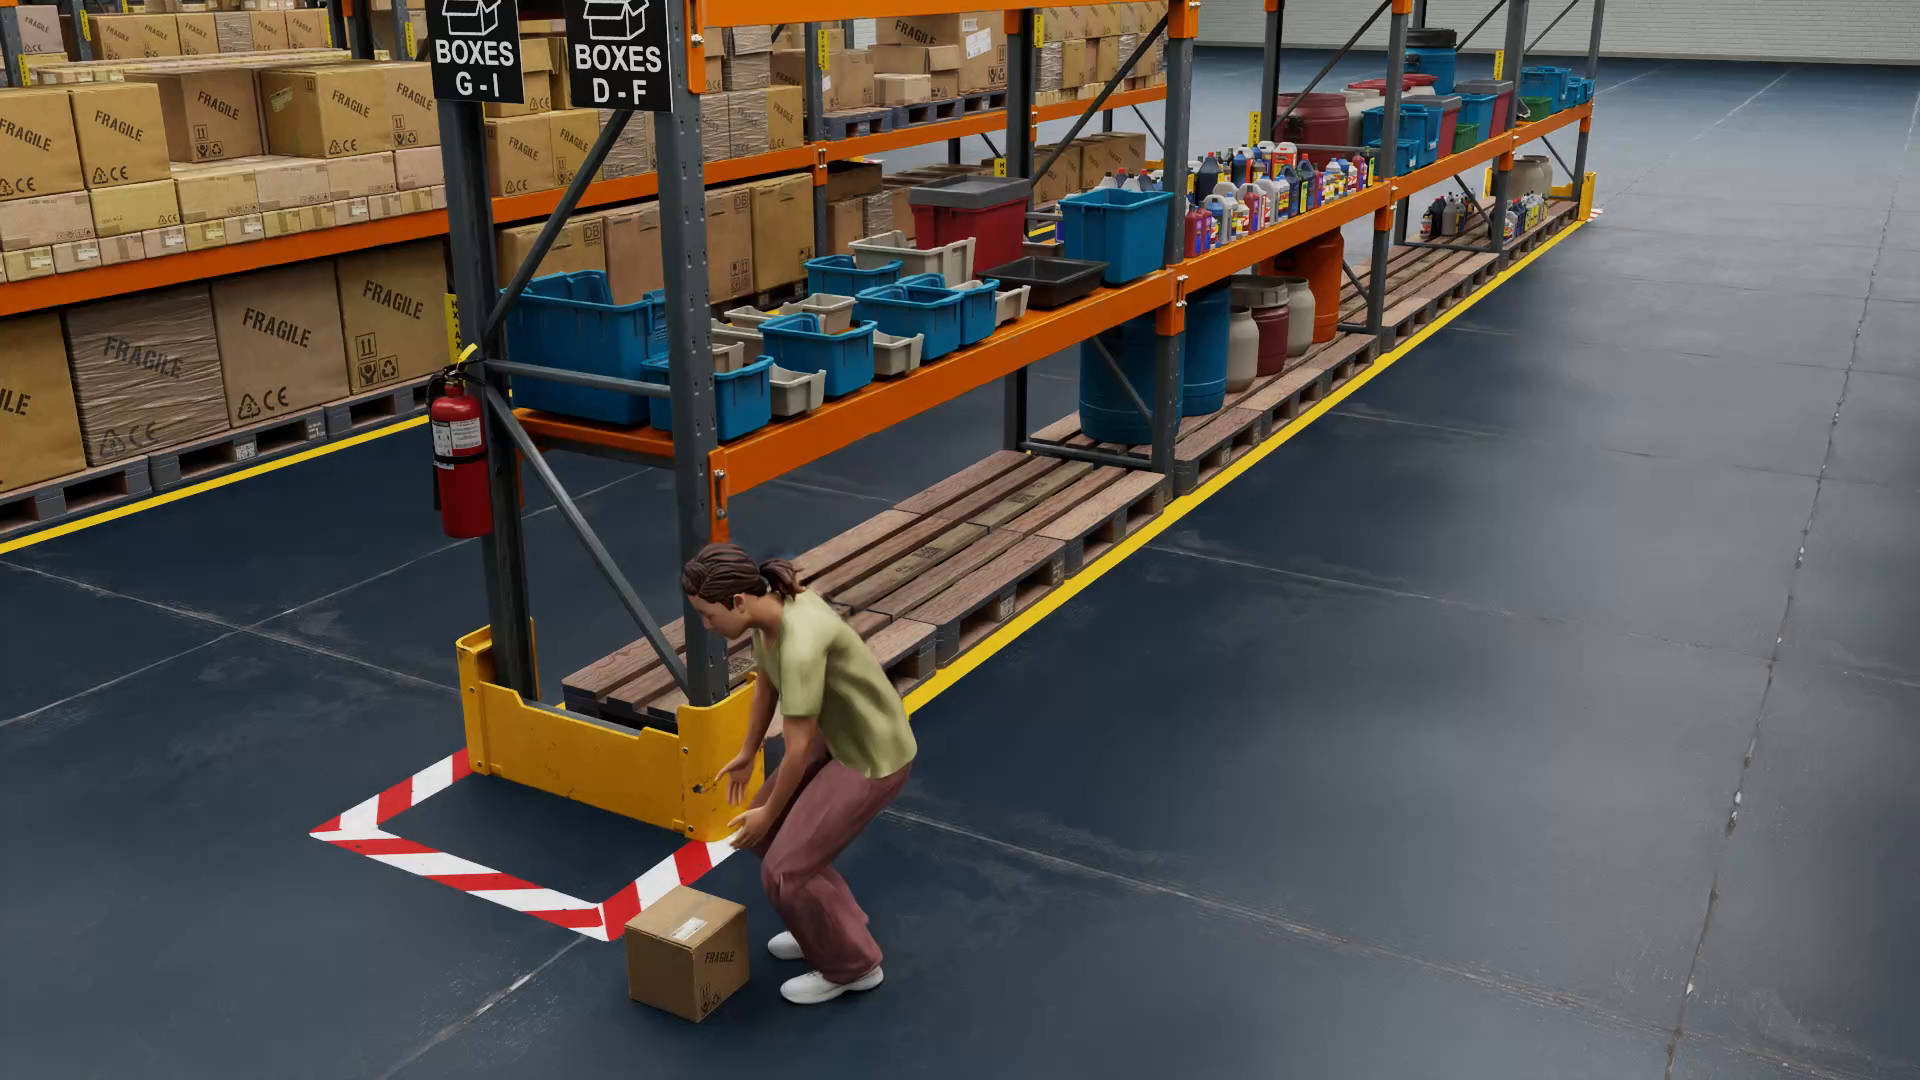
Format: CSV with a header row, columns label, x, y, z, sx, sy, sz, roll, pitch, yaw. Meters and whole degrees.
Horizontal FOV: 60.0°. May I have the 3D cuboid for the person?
label,x,y,z,sx,sy,sz,roll,pitch,yaw
person,-0.435,0.643,4.692,0.634,1.390,0.509,-5,20,-14
